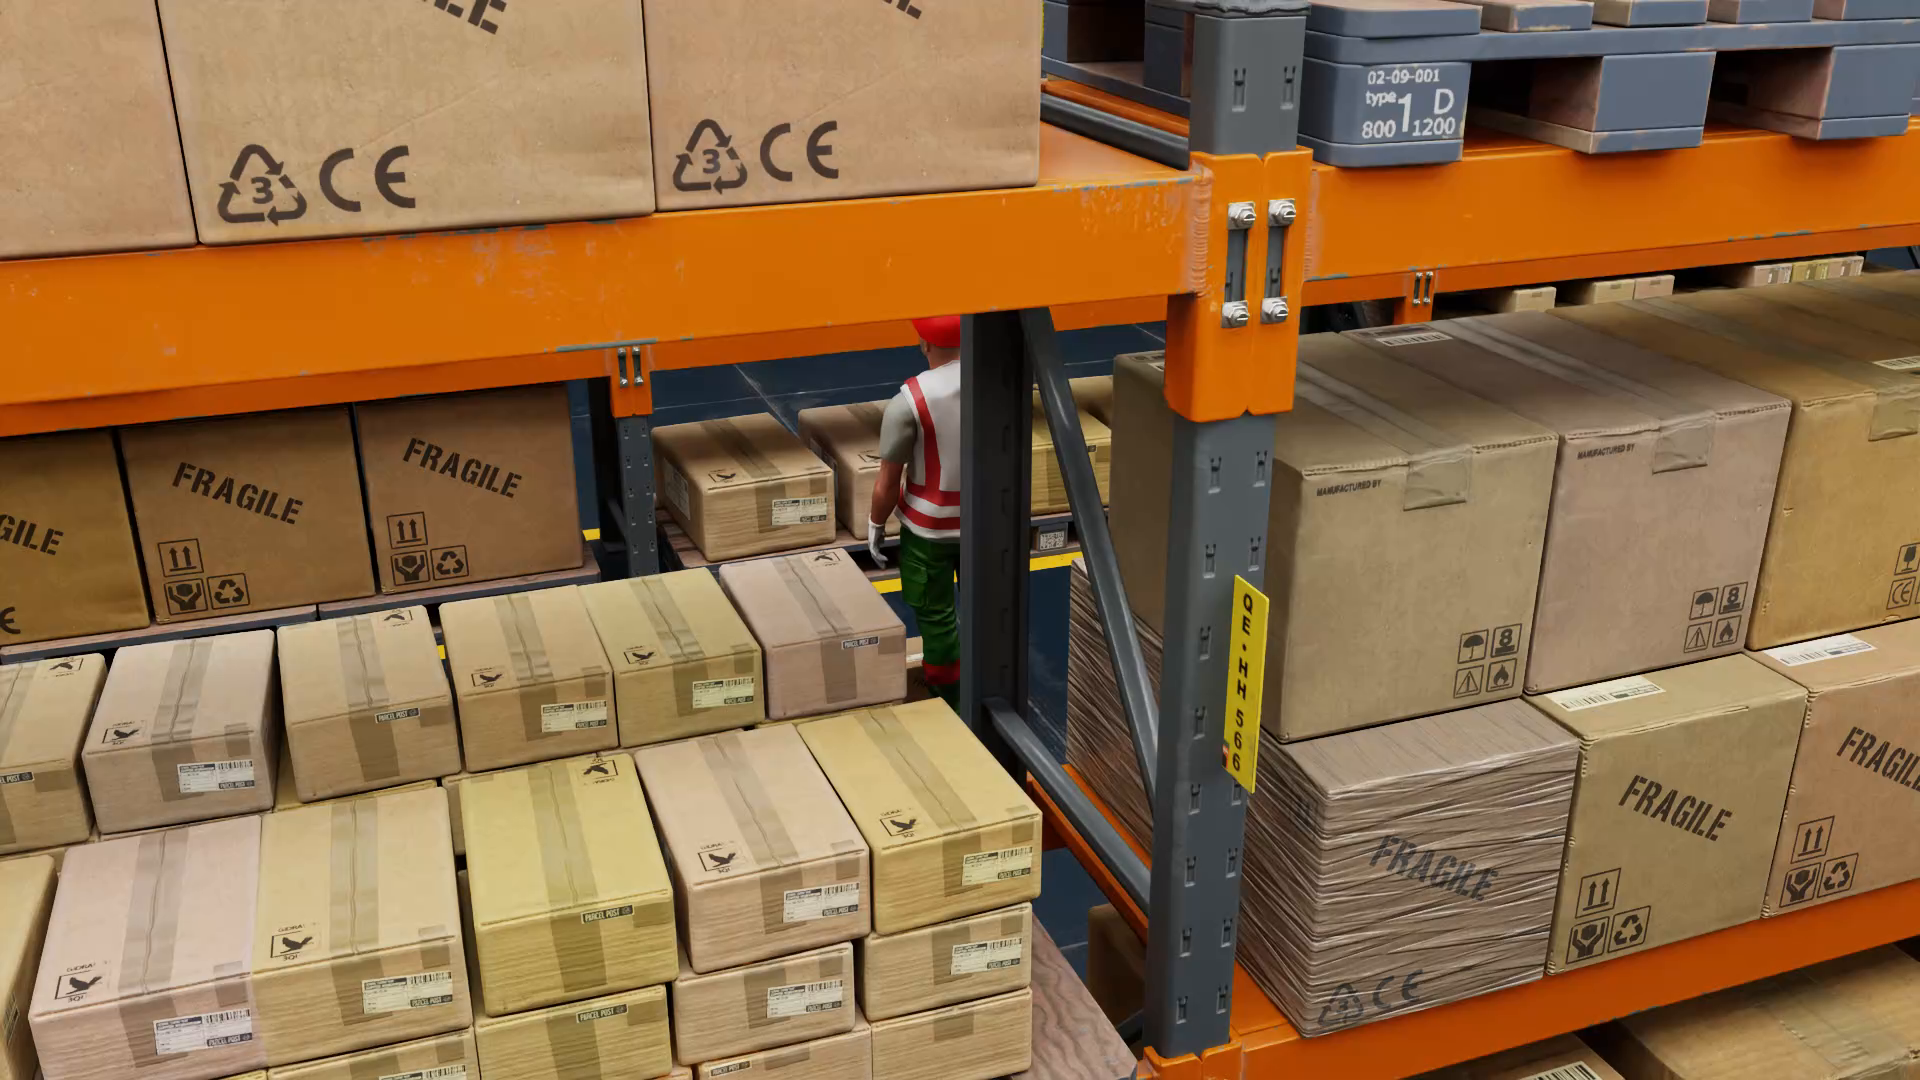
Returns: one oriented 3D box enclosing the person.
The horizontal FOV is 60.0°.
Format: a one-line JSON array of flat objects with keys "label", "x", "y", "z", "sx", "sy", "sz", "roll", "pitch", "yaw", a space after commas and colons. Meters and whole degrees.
[{"label": "person", "x": -0.057, "y": -0.097, "z": 6.271, "sx": 0.638, "sy": 1.787, "sz": 0.565, "roll": -8, "pitch": 24, "yaw": -19}]
